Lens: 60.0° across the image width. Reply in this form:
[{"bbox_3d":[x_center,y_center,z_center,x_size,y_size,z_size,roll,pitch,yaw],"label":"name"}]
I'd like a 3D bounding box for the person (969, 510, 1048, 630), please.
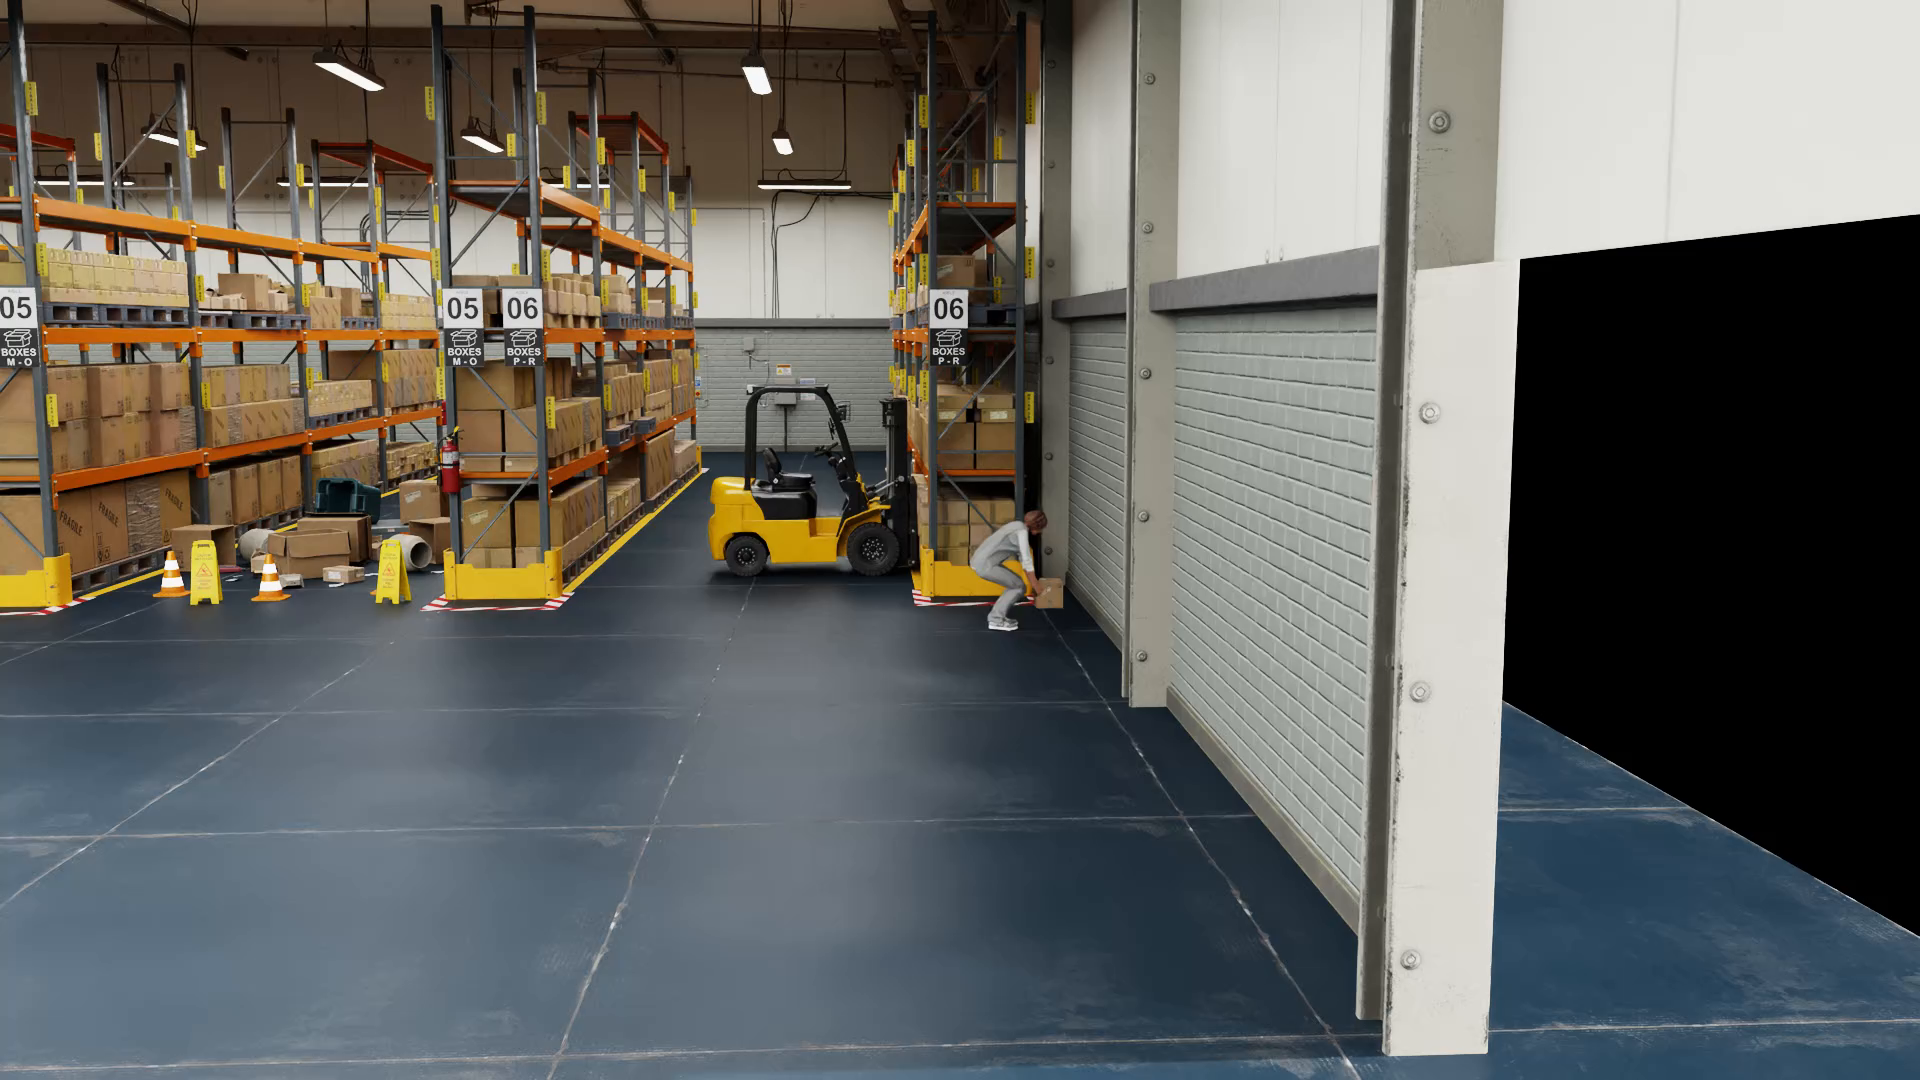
[{"bbox_3d":[0.453,0.281,15.584,0.738,1.097,0.464,0,7,-4],"label":"person"}]
